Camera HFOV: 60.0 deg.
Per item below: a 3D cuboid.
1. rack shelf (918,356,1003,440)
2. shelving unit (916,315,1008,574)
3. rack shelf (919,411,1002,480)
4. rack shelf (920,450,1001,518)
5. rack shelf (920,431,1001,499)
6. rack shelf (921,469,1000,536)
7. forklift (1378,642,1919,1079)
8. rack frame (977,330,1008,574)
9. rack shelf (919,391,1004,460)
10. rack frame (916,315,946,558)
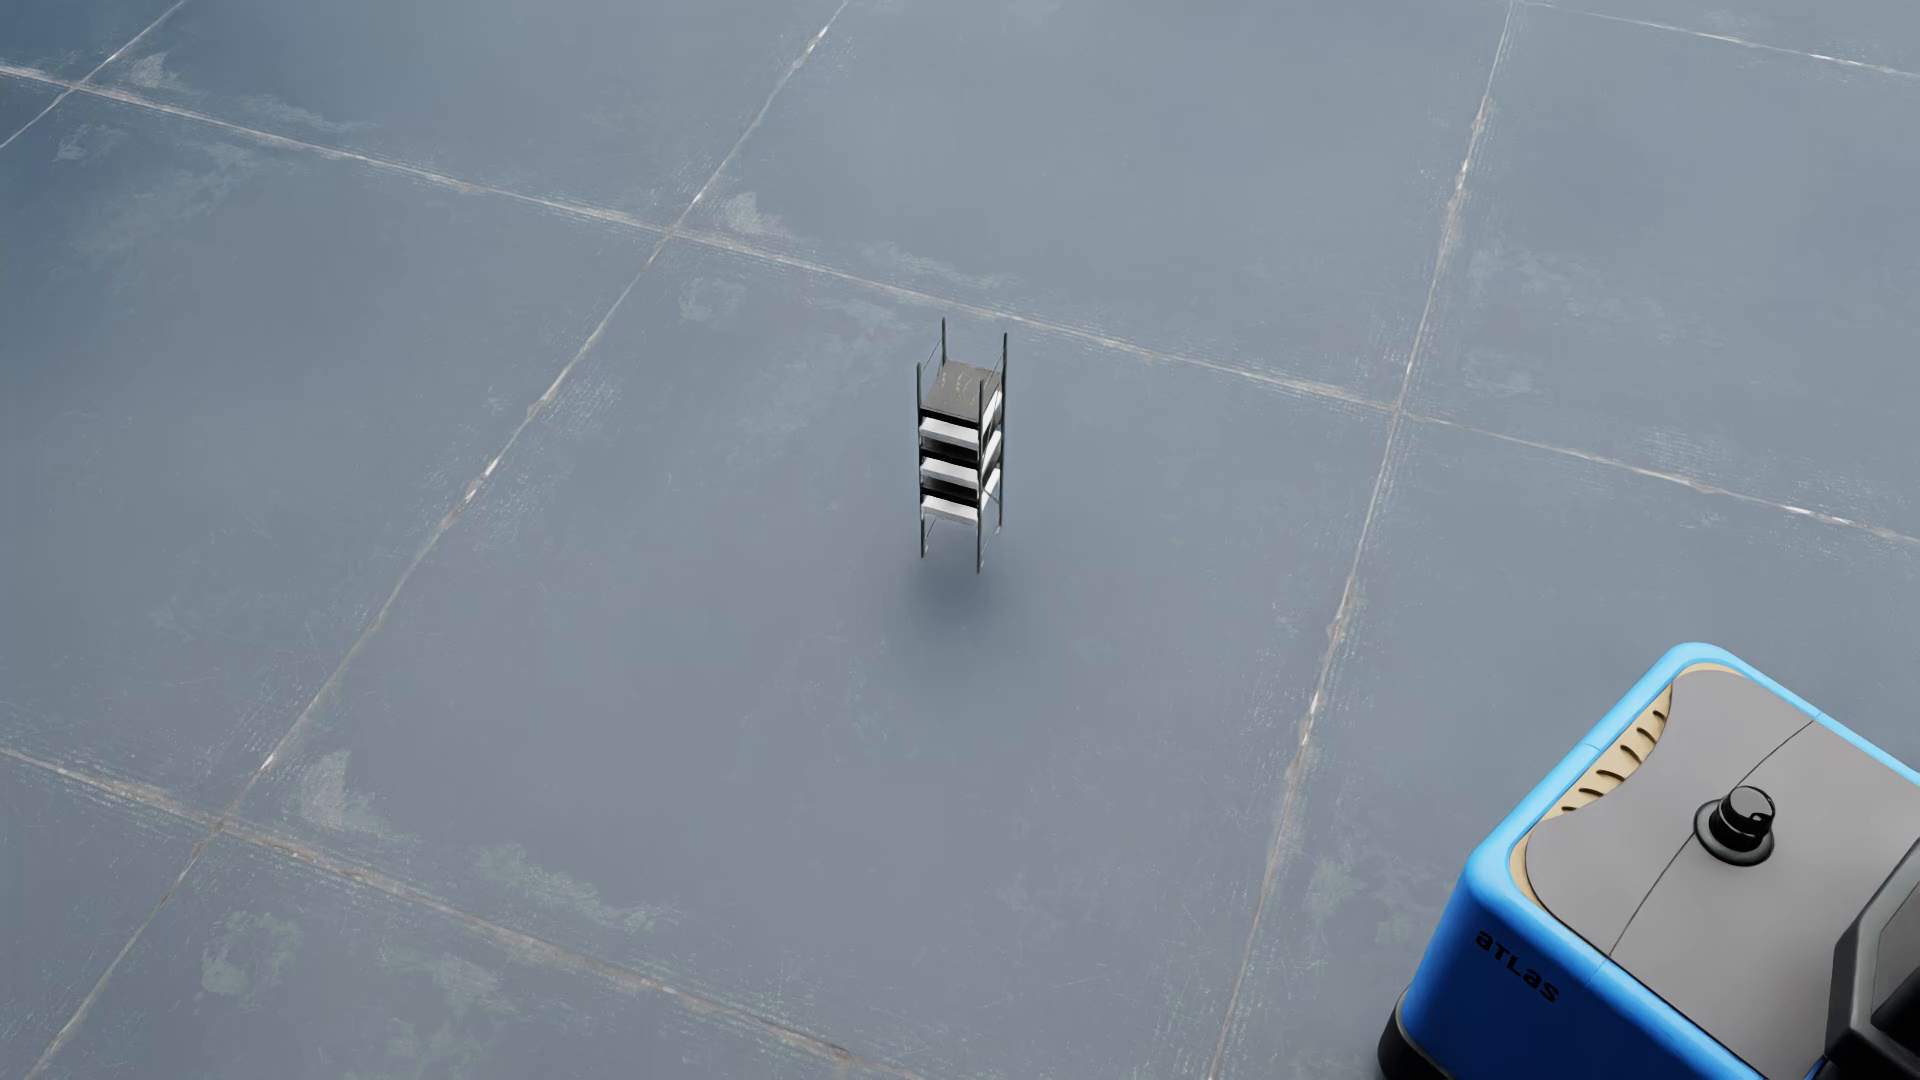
[{"bbox_3d":[0.008,-0.448,5.229,0.200,0.077,0.258,16,51,13],"label":"rack shelf"},{"bbox_3d":[0.008,-0.293,5.408,0.210,0.900,0.258,16,51,13],"label":"shelving unit"},{"bbox_3d":[0.008,-0.330,5.365,0.200,0.077,0.258,16,51,13],"label":"rack shelf"},{"bbox_3d":[0.008,-0.212,5.501,0.200,0.077,0.258,16,51,13],"label":"rack shelf"},{"bbox_3d":[0.008,-0.271,5.433,0.200,0.077,0.258,16,51,13],"label":"rack shelf"},{"bbox_3d":[0.008,-0.153,5.569,0.200,0.077,0.258,16,51,13],"label":"rack shelf"},{"bbox_3d":[2.497,1.032,2.916,1.130,2.935,3.031,-36,58,-27],"label":"forklift"},{"bbox_3d":[0.103,-0.266,5.385,0.006,0.900,0.240,16,51,13],"label":"rack frame"},{"bbox_3d":[0.008,-0.389,5.297,0.200,0.077,0.258,16,51,13],"label":"rack shelf"},{"bbox_3d":[-0.088,-0.319,5.431,0.006,0.900,0.240,16,51,13],"label":"rack frame"}]
